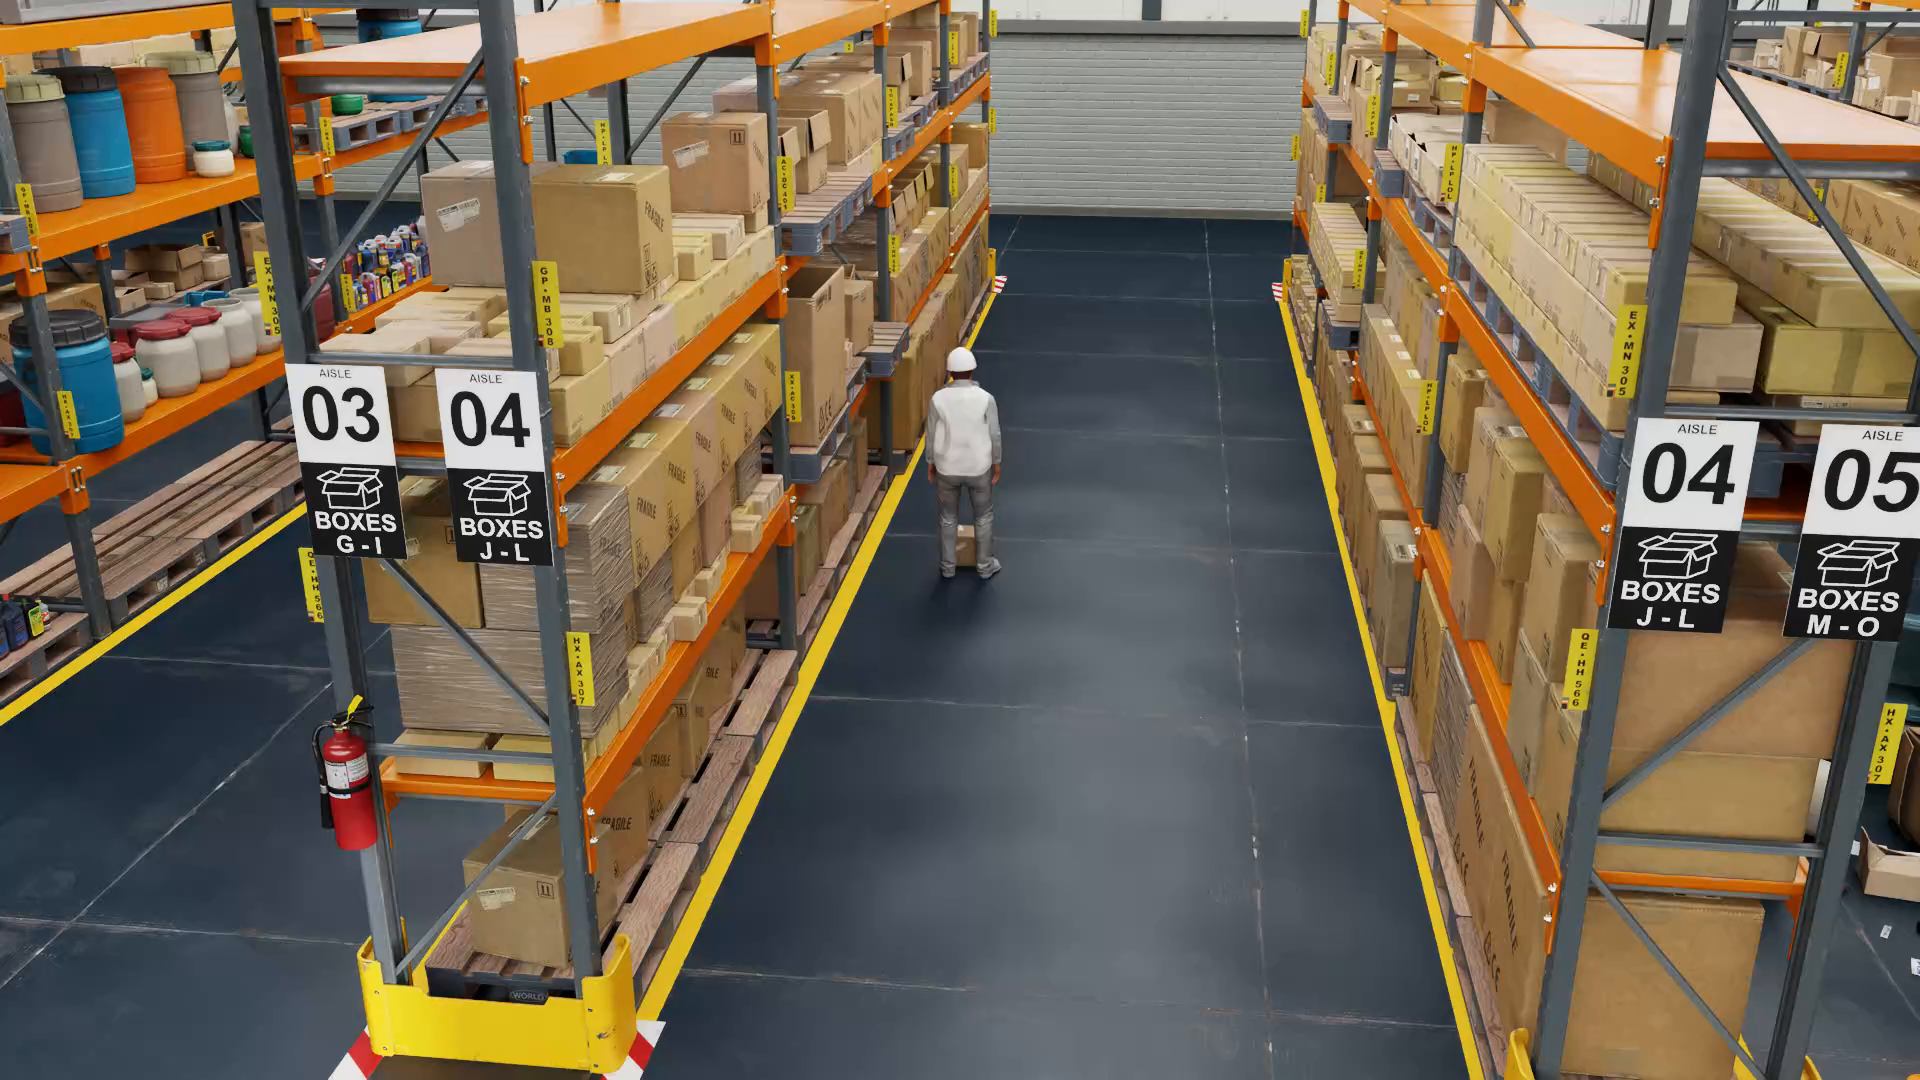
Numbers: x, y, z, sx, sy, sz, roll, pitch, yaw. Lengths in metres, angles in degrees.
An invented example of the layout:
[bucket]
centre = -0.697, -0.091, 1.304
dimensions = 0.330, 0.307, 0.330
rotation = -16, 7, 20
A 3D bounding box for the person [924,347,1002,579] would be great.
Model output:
[person]
centre = 0.025, -0.570, 12.531
dimensions = 0.579, 1.769, 0.466
rotation = 2, 21, 4
